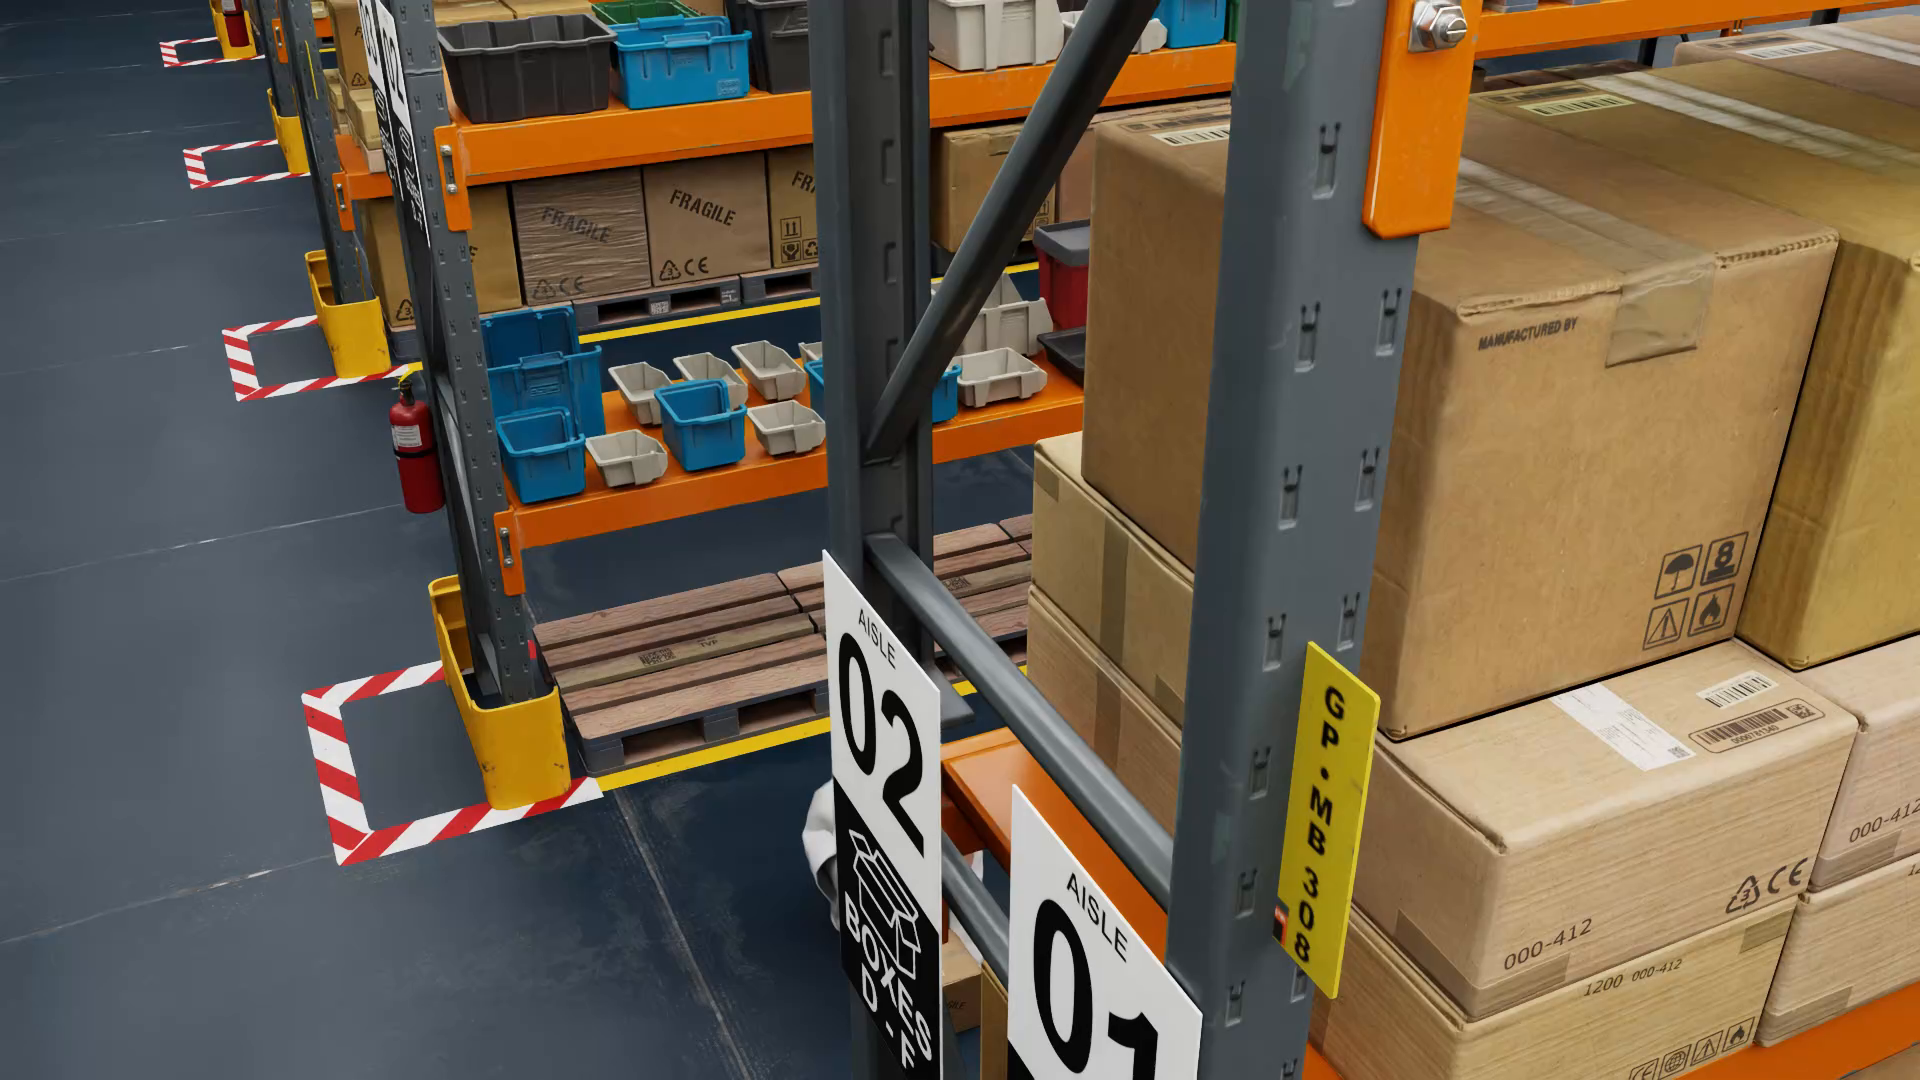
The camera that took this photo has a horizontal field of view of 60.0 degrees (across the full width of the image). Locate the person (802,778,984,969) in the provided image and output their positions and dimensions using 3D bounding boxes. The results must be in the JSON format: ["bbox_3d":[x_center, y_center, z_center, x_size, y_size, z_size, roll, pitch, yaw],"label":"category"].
[{"bbox_3d":[-0.235,1.242,6.046,0.580,0.854,0.917,-13,32,-22],"label":"person"}]
